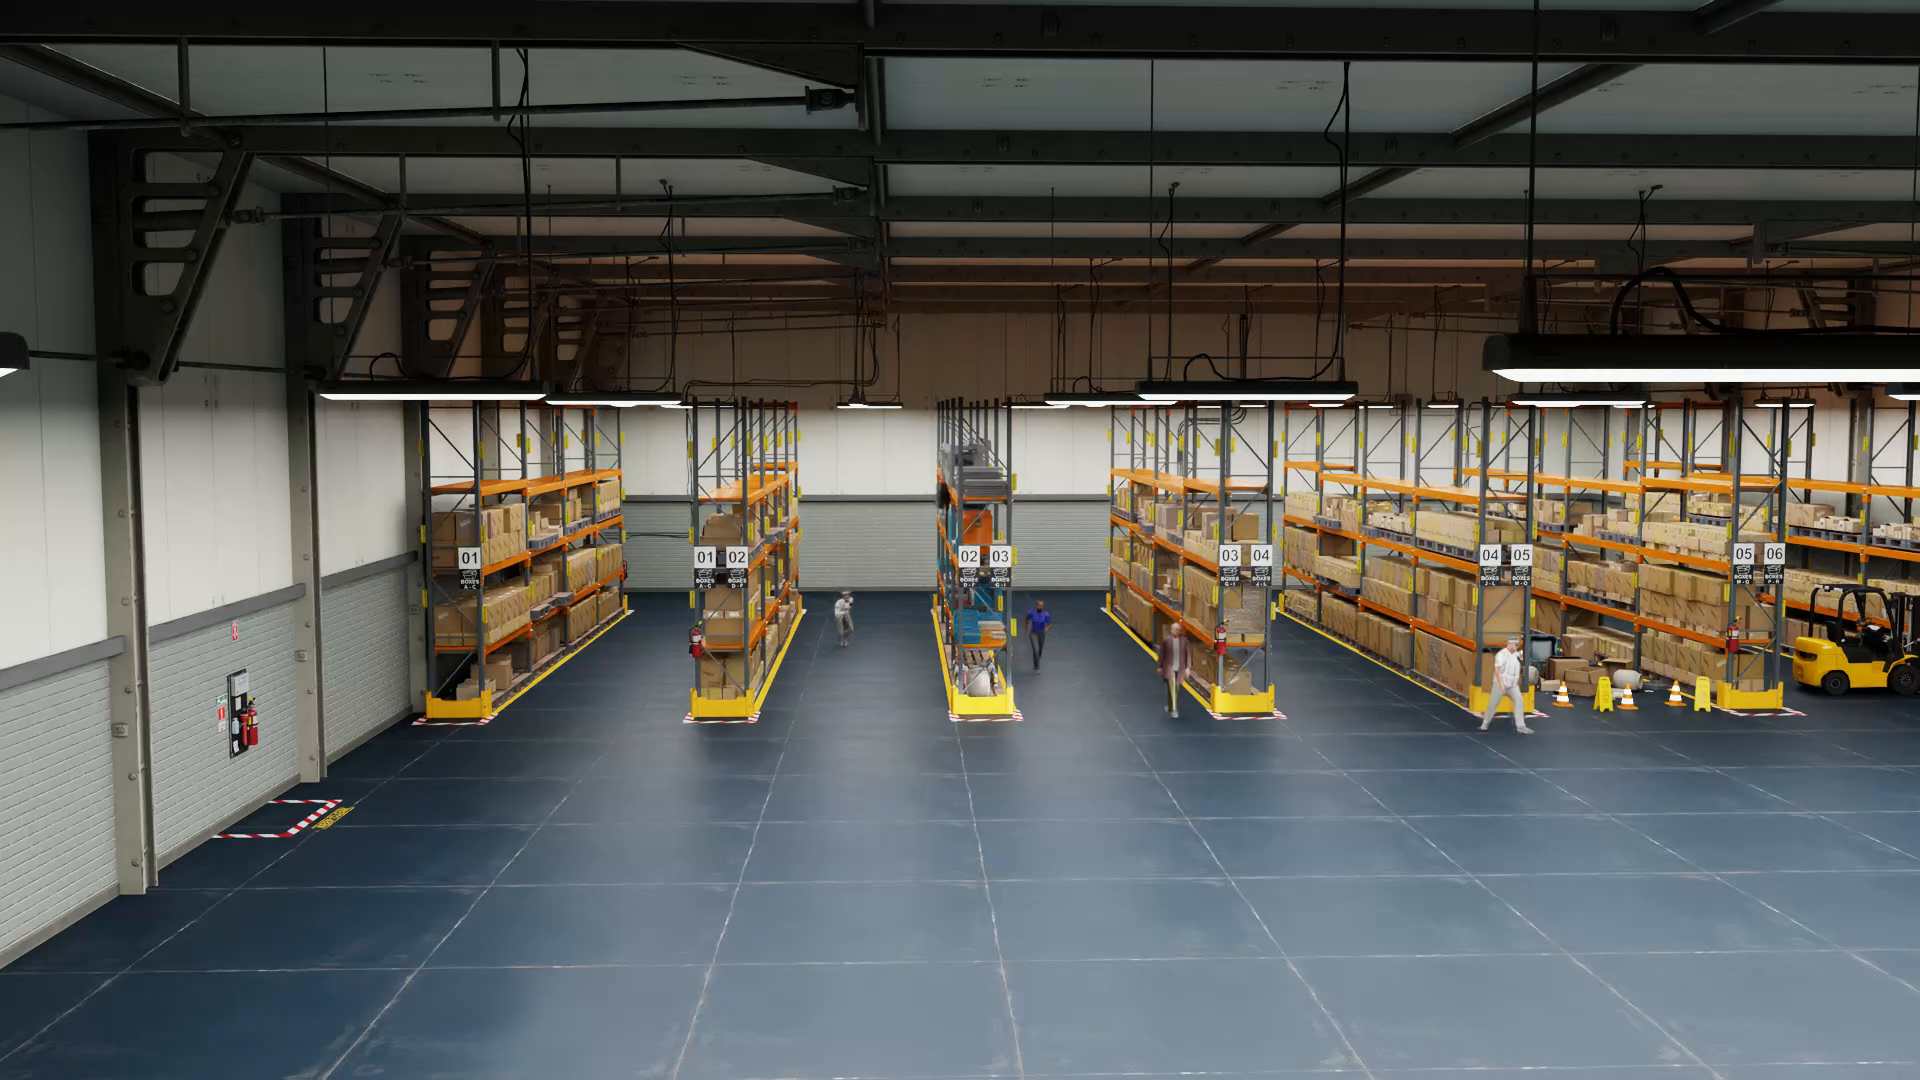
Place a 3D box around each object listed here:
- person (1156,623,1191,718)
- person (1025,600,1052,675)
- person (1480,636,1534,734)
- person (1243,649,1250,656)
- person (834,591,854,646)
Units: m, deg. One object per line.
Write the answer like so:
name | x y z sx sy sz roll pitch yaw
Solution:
person | 4.039 2.421 31.276 0.588 1.740 0.950 -1 5 -12
person | 1.693 2.102 36.334 0.576 1.598 0.919 -1 5 -12
person | 9.754 2.562 29.602 0.680 1.705 0.913 -2 5 -26
person | 6.791 1.878 39.356 0.604 1.649 0.810 0 4 1
person | -2.808 1.910 40.306 0.611 1.405 0.920 -3 5 -31
